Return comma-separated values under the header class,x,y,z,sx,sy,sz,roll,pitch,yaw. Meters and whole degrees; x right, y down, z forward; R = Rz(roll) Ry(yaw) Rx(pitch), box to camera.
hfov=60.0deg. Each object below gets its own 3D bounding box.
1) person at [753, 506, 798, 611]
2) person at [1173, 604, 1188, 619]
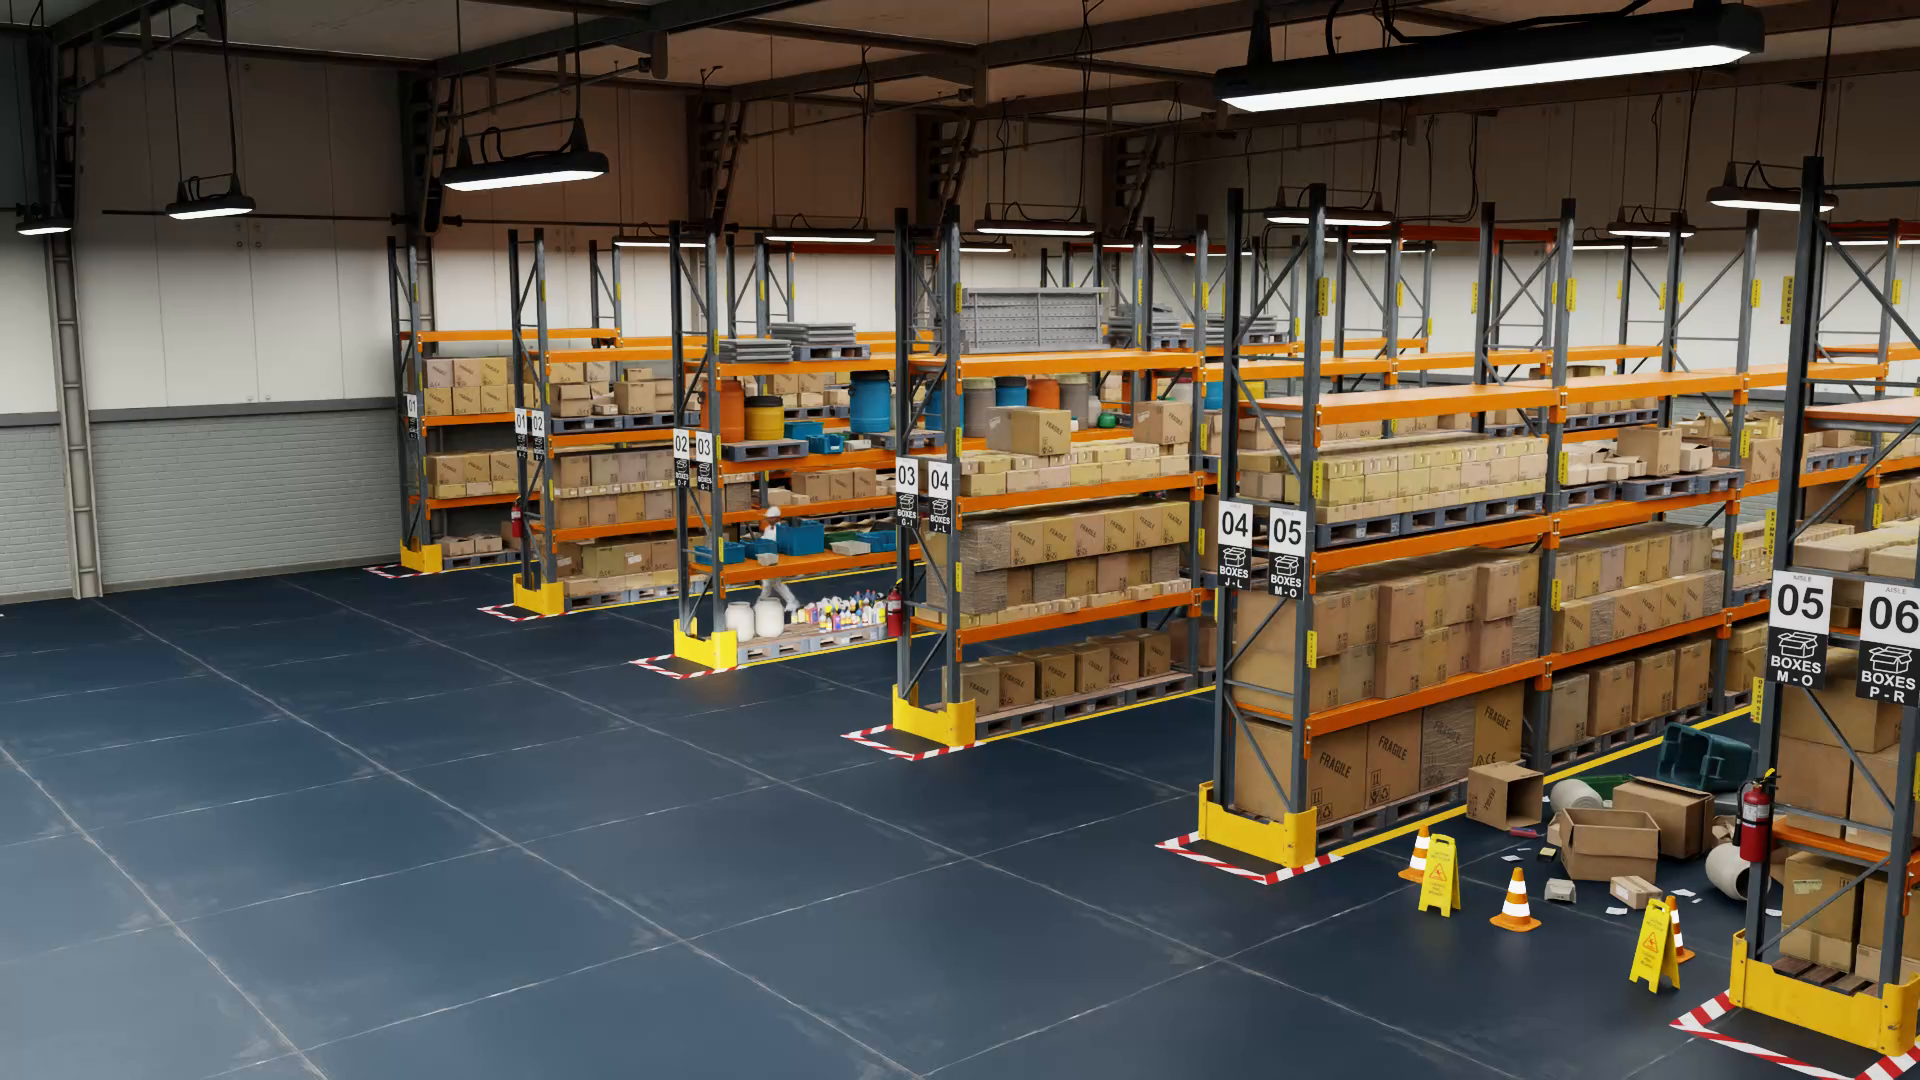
class,x,y,z,sx,sy,sz,roll,pitch,yaw
person,-2.939,0.331,25.936,0.974,1.726,0.632,-6,10,-33
person,3.287,0.671,23.997,0.717,1.660,0.749,-5,10,-29
